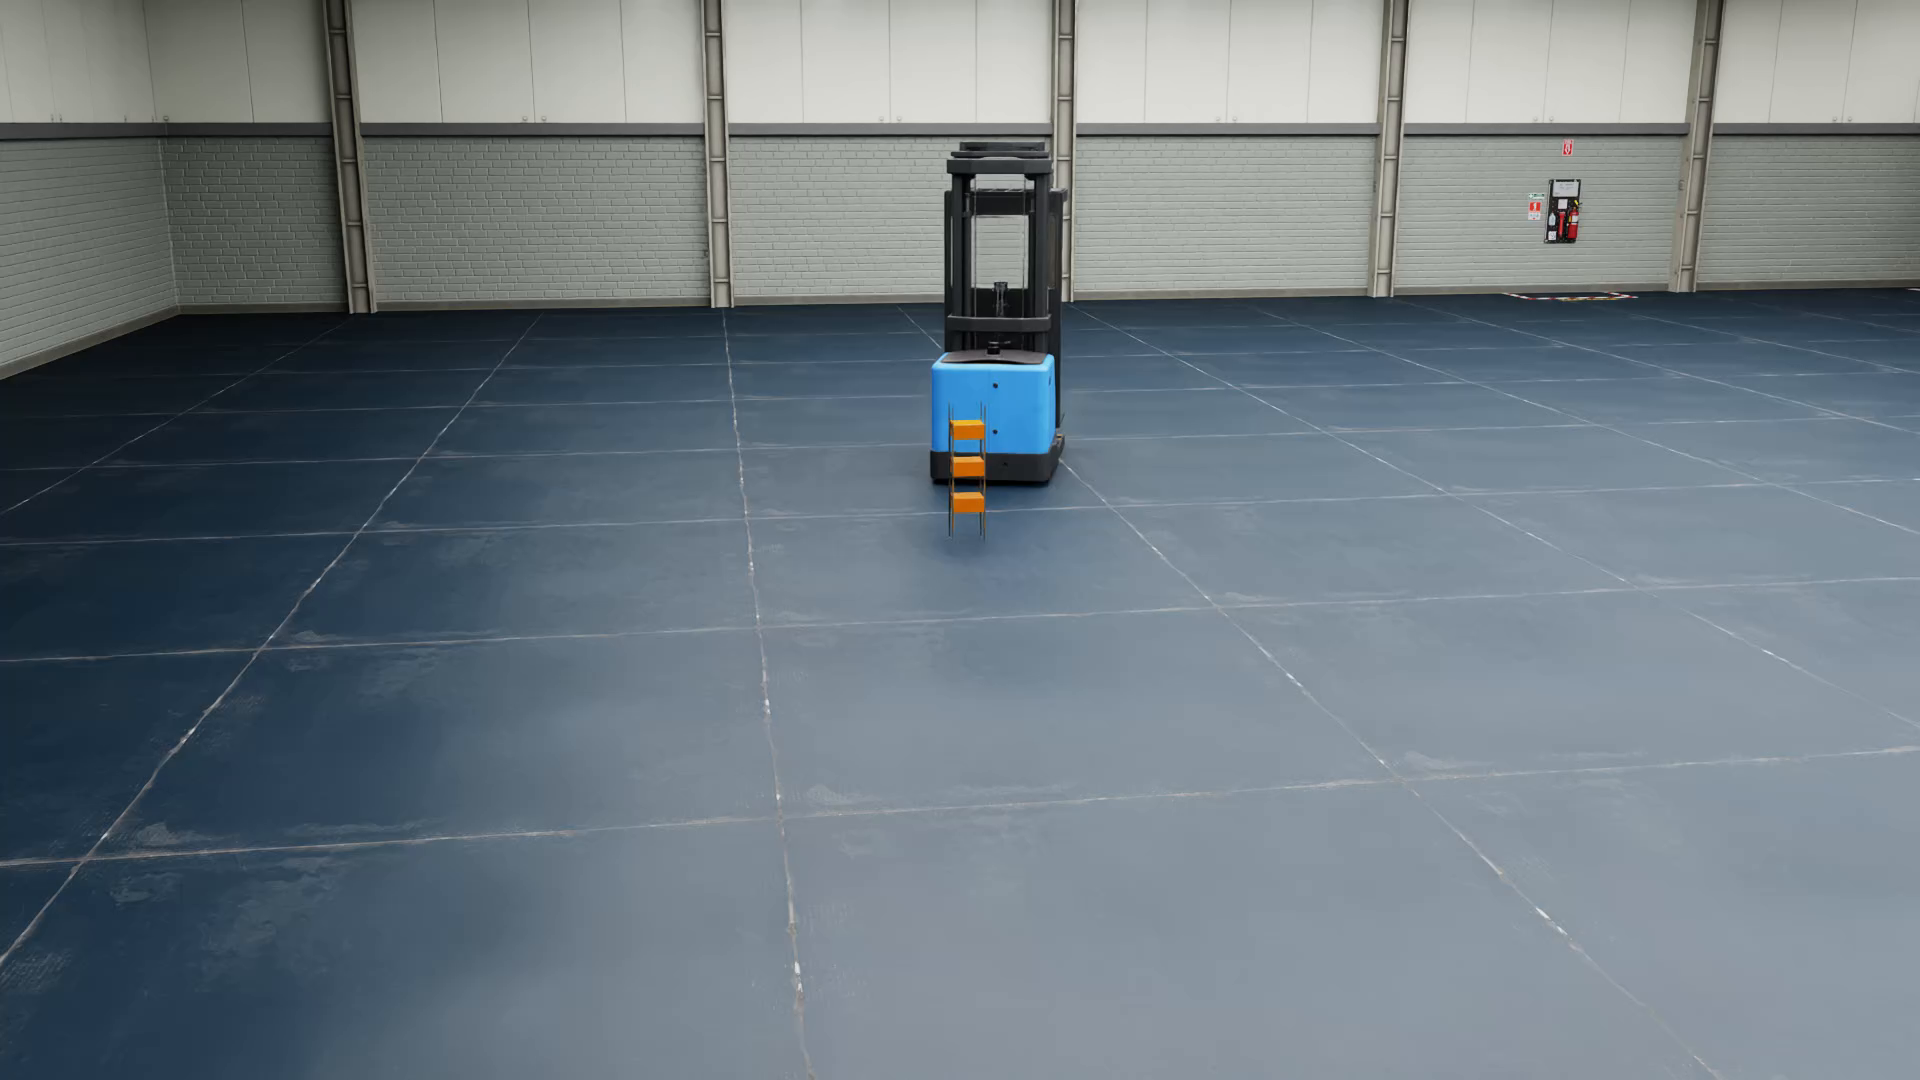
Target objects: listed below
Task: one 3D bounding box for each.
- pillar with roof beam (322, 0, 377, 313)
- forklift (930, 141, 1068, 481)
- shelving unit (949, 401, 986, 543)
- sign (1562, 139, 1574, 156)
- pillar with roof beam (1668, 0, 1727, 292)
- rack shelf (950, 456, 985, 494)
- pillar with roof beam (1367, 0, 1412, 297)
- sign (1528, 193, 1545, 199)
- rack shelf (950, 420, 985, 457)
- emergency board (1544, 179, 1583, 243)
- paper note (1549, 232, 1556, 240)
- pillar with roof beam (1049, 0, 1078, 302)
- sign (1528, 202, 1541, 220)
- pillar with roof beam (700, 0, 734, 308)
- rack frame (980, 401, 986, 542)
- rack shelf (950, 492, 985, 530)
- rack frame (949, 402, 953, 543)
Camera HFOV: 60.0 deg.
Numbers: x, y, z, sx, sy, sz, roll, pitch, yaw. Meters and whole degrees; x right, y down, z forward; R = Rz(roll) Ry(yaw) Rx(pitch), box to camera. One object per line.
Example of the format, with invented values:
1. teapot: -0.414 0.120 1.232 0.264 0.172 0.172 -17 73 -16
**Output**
1. pillar with roof beam: -9.419 -7.172 22.820 0.400 9.000 9.100 -2 14 -8
2. forklift: 0.428 -2.241 15.634 1.130 2.935 3.031 2 14 7
3. shelving unit: 0.053 -0.511 12.602 0.252 1.050 0.215 -2 14 -8
4. sign: 11.199 -7.235 30.639 0.199 0.298 0.001 -2 14 -8
5. pillar with roof beam: 14.313 -8.042 26.288 0.400 9.000 9.100 -2 14 -8
6. rack shelf: 0.053 -0.501 12.604 0.240 0.259 0.215 -2 14 -8
7. pillar with roof beam: 8.380 -7.824 25.421 0.400 9.000 9.100 -2 14 -8
8. sign: 10.666 -6.364 30.769 0.331 0.109 0.001 -2 14 -8
9. rack shelf: 0.053 -0.776 12.535 0.240 0.259 0.215 -2 14 -8
10. emergency board: 11.222 -6.087 30.826 0.643 1.169 0.194 -2 14 -8
11. paper note: 11.037 -5.670 30.974 0.142 0.148 0.016 -2 14 -8
12. pillar with roof beam: 2.447 -7.607 24.554 0.400 9.000 9.100 -2 14 -8
13. sign: 10.660 -6.109 30.841 0.234 0.329 0.001 -2 14 -8
14. pillar with roof beam: -3.486 -7.389 23.687 0.400 9.000 9.100 -2 14 -8
15. rack frame: 0.174 -0.516 12.619 0.008 1.050 0.200 -2 14 -8
16. rack shelf: 0.053 -0.231 12.672 0.240 0.259 0.215 -2 14 -8
17. rack frame: -0.068 -0.507 12.584 0.008 1.050 0.200 -2 14 -8
